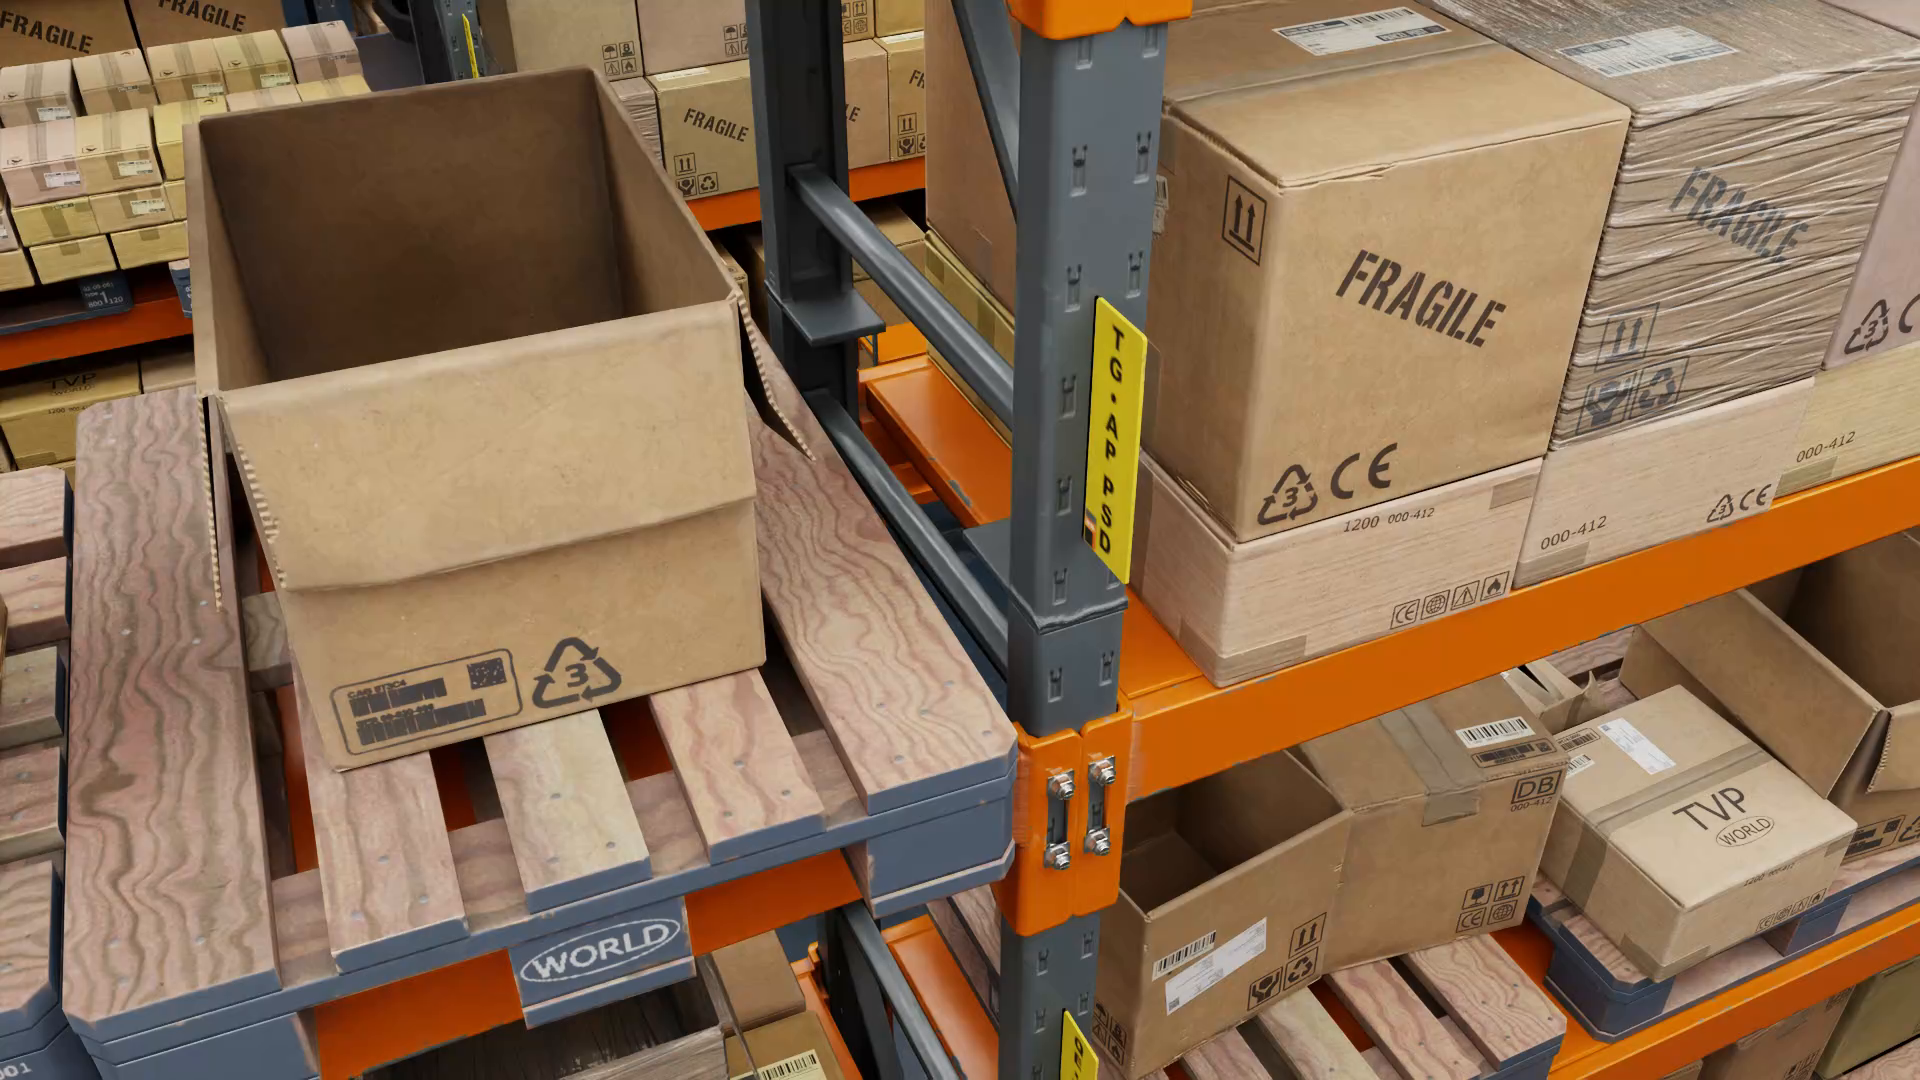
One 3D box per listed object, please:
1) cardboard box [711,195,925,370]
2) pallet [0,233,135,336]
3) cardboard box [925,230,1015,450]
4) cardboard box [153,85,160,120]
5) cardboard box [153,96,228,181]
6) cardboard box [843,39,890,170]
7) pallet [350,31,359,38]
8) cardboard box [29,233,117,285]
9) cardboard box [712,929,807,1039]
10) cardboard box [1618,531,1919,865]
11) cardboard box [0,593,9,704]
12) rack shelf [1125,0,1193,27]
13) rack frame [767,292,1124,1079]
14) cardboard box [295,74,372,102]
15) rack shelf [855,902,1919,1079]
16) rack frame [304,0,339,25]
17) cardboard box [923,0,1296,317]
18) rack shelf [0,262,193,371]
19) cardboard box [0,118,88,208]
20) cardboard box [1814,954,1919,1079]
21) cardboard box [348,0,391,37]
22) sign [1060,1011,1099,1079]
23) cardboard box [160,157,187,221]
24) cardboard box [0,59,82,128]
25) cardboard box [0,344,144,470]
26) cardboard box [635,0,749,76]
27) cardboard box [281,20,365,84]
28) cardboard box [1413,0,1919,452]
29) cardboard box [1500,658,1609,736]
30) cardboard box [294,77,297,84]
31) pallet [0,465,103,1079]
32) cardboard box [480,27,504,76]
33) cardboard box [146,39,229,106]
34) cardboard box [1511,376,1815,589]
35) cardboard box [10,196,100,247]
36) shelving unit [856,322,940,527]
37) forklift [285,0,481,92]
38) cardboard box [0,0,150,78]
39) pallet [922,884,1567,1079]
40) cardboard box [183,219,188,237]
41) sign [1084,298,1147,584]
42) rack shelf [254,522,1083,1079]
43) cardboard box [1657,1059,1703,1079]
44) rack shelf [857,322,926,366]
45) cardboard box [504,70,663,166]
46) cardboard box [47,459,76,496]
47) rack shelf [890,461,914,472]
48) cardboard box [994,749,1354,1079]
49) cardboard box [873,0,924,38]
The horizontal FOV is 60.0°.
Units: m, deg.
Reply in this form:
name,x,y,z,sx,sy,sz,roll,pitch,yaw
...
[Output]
name,x,y,z,sx,sy,sz,roll,pitch,yaw
cardboard box,-0.694,-1.257,7.962,0.750,0.750,1.050,-15,39,-19
pallet,-3.848,-1.063,6.326,1.213,0.211,1.003,-16,39,-20
cardboard box,0.269,-0.359,2.825,0.500,0.250,0.500,-16,39,-20
cardboard box,-3.081,-1.697,6.628,0.250,0.149,0.380,-17,40,-21
cardboard box,-2.788,-1.469,6.072,0.250,0.149,0.380,-14,39,-19
cardboard box,-0.636,-1.929,7.248,0.500,0.500,0.500,-16,39,-20
pallet,-3.560,-3.384,11.635,1.213,0.211,1.003,-16,39,-20
cardboard box,-3.253,-1.100,6.074,0.250,0.149,0.380,-17,40,-22
cardboard box,-0.613,0.974,3.335,0.500,0.500,0.500,-14,39,-19
cardboard box,2.034,0.304,3.883,0.637,0.503,0.797,-12,38,-15
cardboard box,-1.323,0.083,1.665,0.500,0.500,0.500,-14,39,-18
rack shelf,1.753,-1.429,2.562,4.000,0.370,1.077,-16,39,-20
rack frame,-0.057,1.038,3.333,0.127,3.000,1.000,-16,39,-20
cardboard box,-2.322,-1.598,6.246,0.250,0.149,0.380,-17,40,-22
rack shelf,1.753,0.820,4.230,4.000,0.370,1.077,-16,39,-20
rack frame,-4.268,-4.307,10.538,0.127,3.000,1.000,-16,39,-20
cardboard box,0.268,-0.664,2.605,0.500,0.500,0.500,-15,39,-19
rack shelf,-3.884,-0.868,6.506,4.000,0.370,1.077,-16,39,-20
cardboard box,-3.249,-1.342,5.900,0.250,0.149,0.380,-16,39,-20
cardboard box,2.559,1.107,4.969,0.500,0.500,0.700,-16,39,-20
cardboard box,-3.752,-3.557,11.382,0.625,0.372,0.950,-18,40,-23
sign,0.181,0.871,2.586,0.005,0.325,0.100,-16,39,-20
cardboard box,-2.805,-1.343,6.151,0.250,0.149,0.380,-15,39,-19
cardboard box,-3.524,-1.692,6.372,0.250,0.149,0.380,-14,39,-18
cardboard box,-3.500,-0.560,6.604,0.500,0.250,0.500,-15,39,-19
cardboard box,-1.205,-2.341,6.966,0.500,0.500,0.700,-16,40,-21
cardboard box,-2.578,-1.956,6.728,0.250,0.149,0.380,-16,39,-20
cardboard box,0.938,-0.515,2.405,0.500,0.500,0.500,-15,39,-20
cardboard box,1.337,0.355,4.013,0.258,0.266,0.396,-17,40,-21
cardboard box,-2.596,-1.836,6.816,0.250,0.149,0.380,-14,39,-18
pallet,-1.629,0.385,1.854,1.213,0.211,1.003,-14,39,-18
cardboard box,-1.780,-1.962,7.293,0.500,0.500,0.500,-16,39,-20
cardboard box,-3.040,-1.828,6.555,0.250,0.149,0.380,-16,39,-20
cardboard box,0.941,-0.218,2.634,0.500,0.250,0.500,-15,39,-19
cardboard box,-3.258,-1.218,5.983,0.250,0.149,0.380,-16,39,-20
shelving unit,-0.150,-0.440,6.836,0.503,1.200,0.258,-16,39,-20
forklift,-2.316,-3.113,8.987,3.031,2.935,1.130,-19,40,-23
cardboard box,-5.738,-3.268,10.570,0.875,0.875,0.875,-15,39,-19
pallet,0.542,0.877,3.711,1.003,0.211,1.213,-16,39,-20
cardboard box,-2.783,-1.230,6.249,0.250,0.149,0.380,-15,39,-19
sign,0.171,-0.105,1.856,0.005,0.325,0.100,-16,39,-20
rack shelf,-1.868,0.628,1.971,4.000,0.370,1.077,-16,39,-20
cardboard box,1.548,1.390,4.587,0.500,0.500,0.700,-12,38,-16
rack shelf,-0.150,-0.756,6.602,0.480,0.148,0.258,-16,39,-20
cardboard box,-1.552,-1.671,6.901,0.500,0.500,0.500,-15,39,-19
cardboard box,-3.501,-0.248,6.812,0.500,0.500,0.500,-17,40,-22
rack shelf,-0.150,-0.386,6.876,0.480,0.148,0.258,-16,39,-20
cardboard box,0.414,0.671,3.392,0.500,0.500,0.500,-21,41,-25
cardboard box,-0.279,-2.602,7.317,0.500,0.500,0.700,-16,39,-20
